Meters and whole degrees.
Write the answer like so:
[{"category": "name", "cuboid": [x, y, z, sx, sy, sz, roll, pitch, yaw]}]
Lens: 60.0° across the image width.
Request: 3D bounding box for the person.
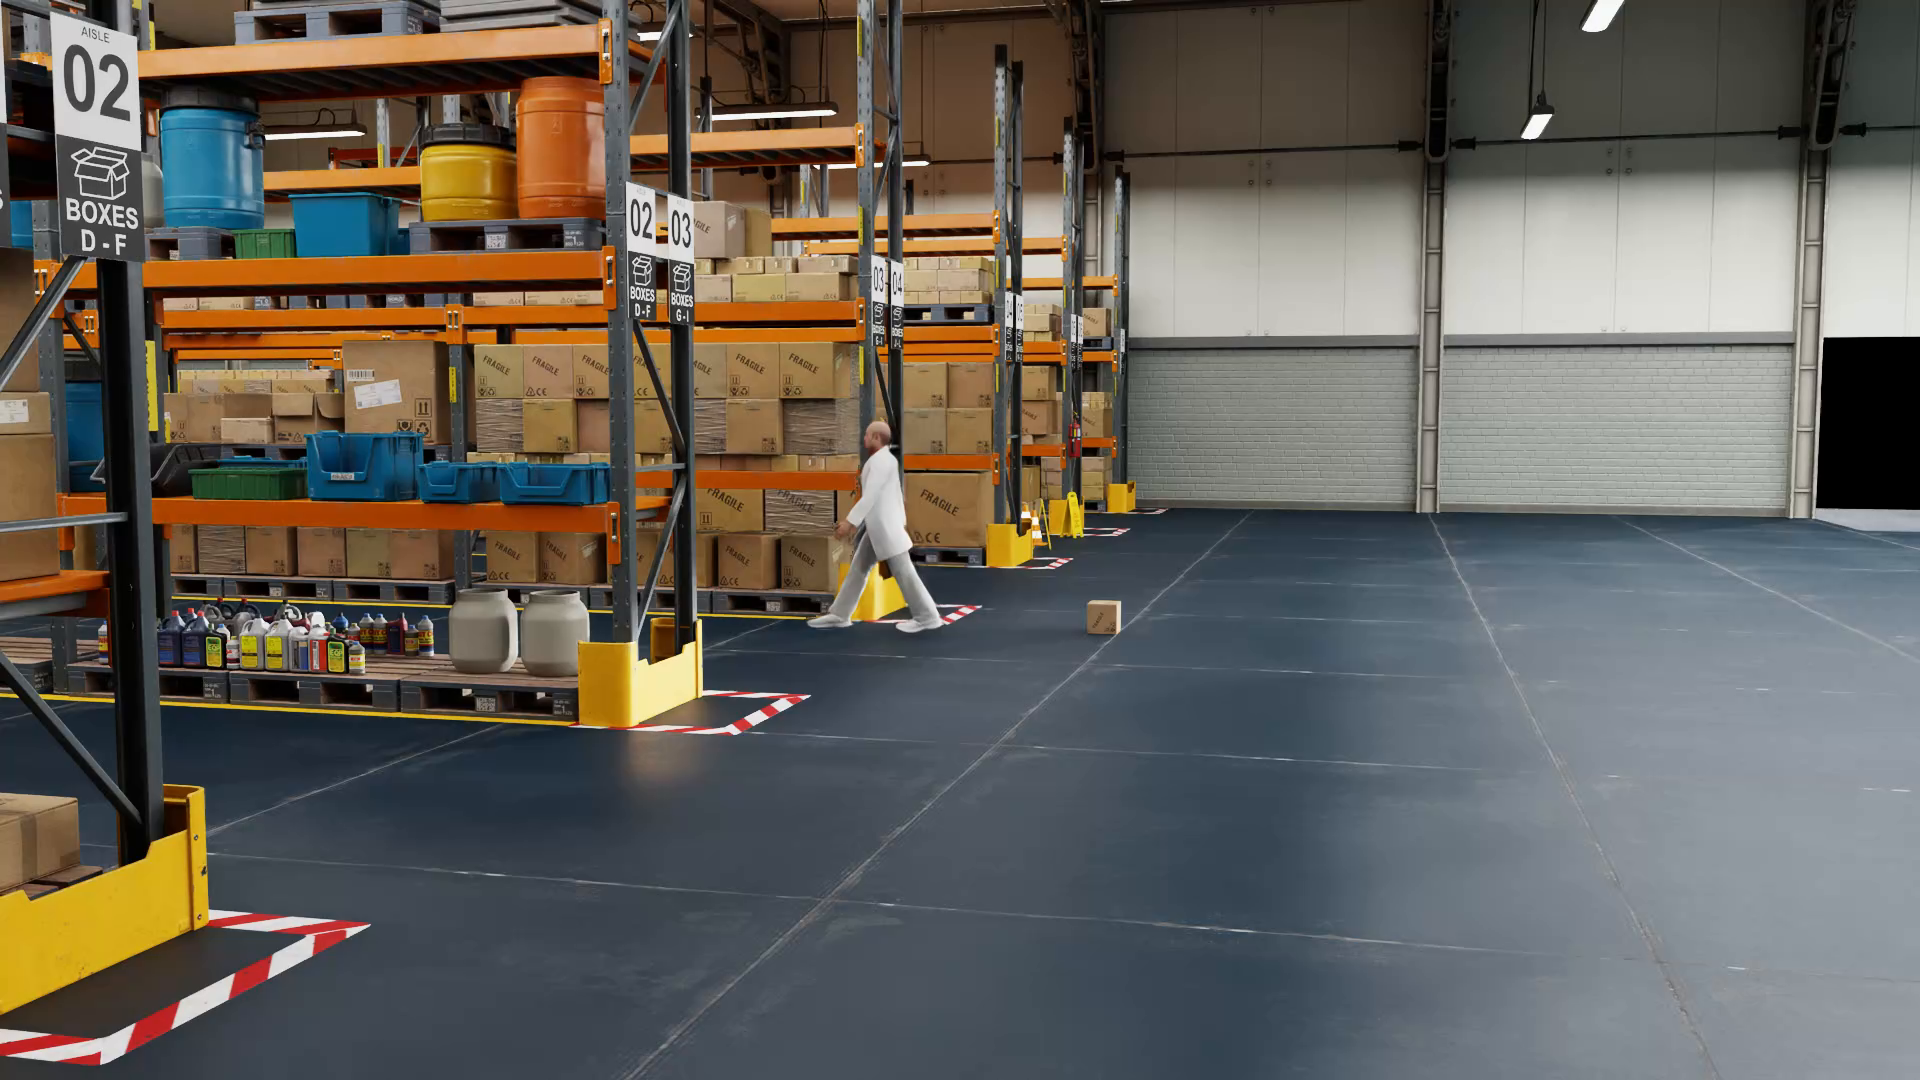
[{"category": "person", "cuboid": [-0.711, -0.112, 13.642, 1.123, 1.722, 0.632, 0, 5, 0]}]
